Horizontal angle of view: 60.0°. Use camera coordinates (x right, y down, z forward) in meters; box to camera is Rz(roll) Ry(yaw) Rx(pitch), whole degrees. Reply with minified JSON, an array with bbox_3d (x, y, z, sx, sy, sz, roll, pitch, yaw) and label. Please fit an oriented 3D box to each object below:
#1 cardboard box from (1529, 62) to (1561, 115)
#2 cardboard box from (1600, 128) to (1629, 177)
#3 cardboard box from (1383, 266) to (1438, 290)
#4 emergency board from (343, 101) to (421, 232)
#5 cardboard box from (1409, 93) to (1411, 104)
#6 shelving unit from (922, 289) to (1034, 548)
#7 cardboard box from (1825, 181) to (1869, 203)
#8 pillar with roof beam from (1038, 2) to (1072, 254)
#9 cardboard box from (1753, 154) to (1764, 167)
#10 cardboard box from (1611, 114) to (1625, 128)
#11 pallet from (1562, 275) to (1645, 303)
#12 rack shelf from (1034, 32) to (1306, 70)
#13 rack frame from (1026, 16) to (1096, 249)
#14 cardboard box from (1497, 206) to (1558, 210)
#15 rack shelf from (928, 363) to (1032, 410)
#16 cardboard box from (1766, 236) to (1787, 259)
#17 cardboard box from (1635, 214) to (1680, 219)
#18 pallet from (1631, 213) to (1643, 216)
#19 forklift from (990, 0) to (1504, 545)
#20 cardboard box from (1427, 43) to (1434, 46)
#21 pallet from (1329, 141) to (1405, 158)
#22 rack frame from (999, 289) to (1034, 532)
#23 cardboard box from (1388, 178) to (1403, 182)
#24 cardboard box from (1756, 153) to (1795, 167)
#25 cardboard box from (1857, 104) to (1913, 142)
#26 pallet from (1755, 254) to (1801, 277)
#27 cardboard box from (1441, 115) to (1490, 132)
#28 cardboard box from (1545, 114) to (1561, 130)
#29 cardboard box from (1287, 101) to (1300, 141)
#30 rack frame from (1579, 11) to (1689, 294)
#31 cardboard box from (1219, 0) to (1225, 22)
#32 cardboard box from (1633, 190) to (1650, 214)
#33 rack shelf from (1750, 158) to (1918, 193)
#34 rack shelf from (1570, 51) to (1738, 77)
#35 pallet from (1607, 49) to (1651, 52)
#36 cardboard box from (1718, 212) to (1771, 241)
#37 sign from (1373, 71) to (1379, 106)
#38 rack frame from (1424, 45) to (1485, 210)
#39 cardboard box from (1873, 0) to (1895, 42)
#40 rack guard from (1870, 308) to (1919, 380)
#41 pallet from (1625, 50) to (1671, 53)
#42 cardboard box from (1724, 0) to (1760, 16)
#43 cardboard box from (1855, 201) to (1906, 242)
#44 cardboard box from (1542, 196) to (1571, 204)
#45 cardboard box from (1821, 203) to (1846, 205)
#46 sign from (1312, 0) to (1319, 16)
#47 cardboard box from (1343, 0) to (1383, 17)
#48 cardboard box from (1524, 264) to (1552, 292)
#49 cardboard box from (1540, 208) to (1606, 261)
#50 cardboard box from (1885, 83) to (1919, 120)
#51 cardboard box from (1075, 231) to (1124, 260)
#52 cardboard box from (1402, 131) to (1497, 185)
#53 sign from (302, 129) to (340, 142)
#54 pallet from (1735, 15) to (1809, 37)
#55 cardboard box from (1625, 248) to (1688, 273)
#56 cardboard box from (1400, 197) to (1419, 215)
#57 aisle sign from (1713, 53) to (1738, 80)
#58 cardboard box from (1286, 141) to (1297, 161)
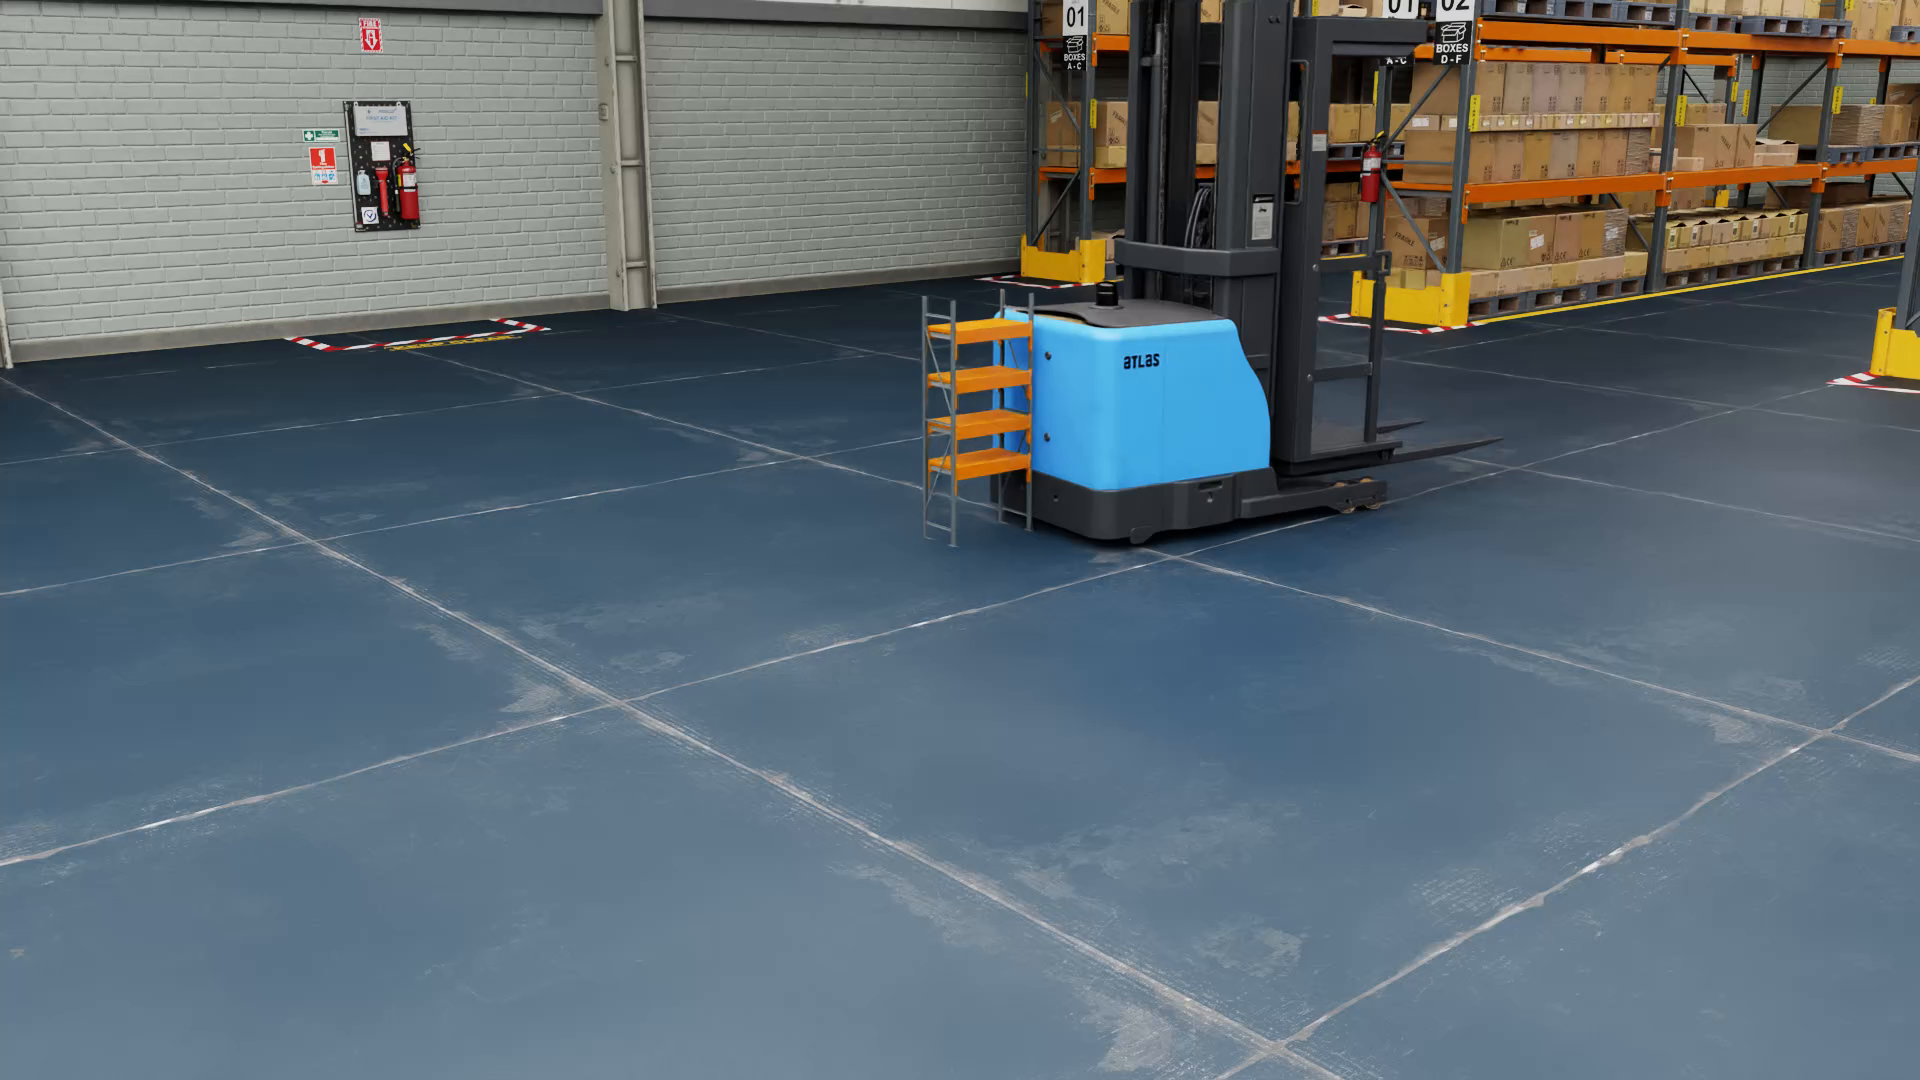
[{"bbox_3d":[5.601,-4.561,16.804,0.500,0.500,0.700,-13,19,-39],"label":"cardboard box"},{"bbox_3d":[6.721,-4.183,17.905,0.500,0.500,0.700,-13,20,-40],"label":"cardboard box"},{"bbox_3d":[4.638,-2.647,16.863,0.500,0.250,0.500,-13,19,-39],"label":"cardboard box"},{"bbox_3d":[-5.282,-3.448,15.344,0.643,1.169,0.194,-13,19,-39],"label":"emergency board"},{"bbox_3d":[6.734,-6.396,24.079,0.380,0.149,0.250,12,19,38],"label":"cardboard box"},{"bbox_3d":[0.090,-0.604,8.187,0.503,1.200,0.258,-12,19,-37],"label":"shelving unit"},{"bbox_3d":[12.201,-4.821,23.023,0.500,0.250,0.500,-13,19,-39],"label":"cardboard box"},{"bbox_3d":[3.959,-6.935,16.777,0.400,9.000,9.100,-13,19,-39],"label":"pillar with roof beam"},{"bbox_3d":[9.537,-4.631,20.263,0.250,0.149,0.380,-11,18,-35],"label":"cardboard box"},{"bbox_3d":[6.799,-4.445,17.628,0.250,0.149,0.380,-13,20,-39],"label":"cardboard box"},{"bbox_3d":[6.818,-2.828,18.429,1.213,0.211,1.003,-13,19,-39],"label":"pallet"},{"bbox_3d":[2.682,-6.029,20.589,4.000,0.370,1.077,-13,19,-39],"label":"rack shelf"},{"bbox_3d":[1.173,-4.588,19.615,0.127,3.000,1.000,-13,19,-39],"label":"rack frame"},{"bbox_3d":[6.135,-3.352,18.047,0.500,0.500,0.500,-13,19,-39],"label":"cardboard box"},{"bbox_3d":[0.090,-0.755,8.146,0.480,0.148,0.258,-12,19,-37],"label":"rack shelf"},{"bbox_3d":[9.839,-3.630,20.540,0.500,0.250,0.500,-13,20,-40],"label":"cardboard box"},{"bbox_3d":[8.329,-3.745,19.887,0.500,0.311,0.500,-13,20,-40],"label":"cardboard box"},{"bbox_3d":[10.850,-5.387,28.010,1.213,0.211,1.003,-13,19,-39],"label":"pallet"},{"bbox_3d":[1.680,-1.657,8.775,3.031,2.935,1.130,-9,17,-31],"label":"forklift"},{"bbox_3d":[6.842,-7.185,23.657,0.500,0.311,0.500,-13,19,-39],"label":"cardboard box"},{"bbox_3d":[5.741,-5.507,23.428,1.213,0.211,1.003,-13,19,-39],"label":"pallet"},{"bbox_3d":[0.280,-0.644,8.335,0.015,1.200,0.240,-12,19,-37],"label":"rack frame"},{"bbox_3d":[6.228,-5.094,24.047,0.500,0.250,0.500,-12,19,-38],"label":"cardboard box"},{"bbox_3d":[9.965,-4.652,20.341,0.250,0.149,0.380,-13,19,-39],"label":"cardboard box"},{"bbox_3d":[12.976,-5.872,23.413,0.700,0.500,0.500,8,17,28],"label":"cardboard box"},{"bbox_3d":[9.816,-3.501,20.946,1.213,0.211,1.003,-13,19,-39],"label":"pallet"},{"bbox_3d":[4.865,-4.011,16.002,0.250,0.149,0.380,-13,20,-40],"label":"cardboard box"},{"bbox_3d":[5.835,-4.229,16.820,0.250,0.149,0.380,-13,20,-40],"label":"cardboard box"},{"bbox_3d":[4.037,-5.425,21.546,0.500,0.500,0.500,-13,20,-39],"label":"cardboard box"},{"bbox_3d":[7.445,-4.302,18.543,0.127,3.000,1.000,-13,19,-39],"label":"rack frame"},{"bbox_3d":[3.189,-6.455,20.558,0.500,0.500,0.500,-14,20,-41],"label":"cardboard box"},{"bbox_3d":[11.238,-5.807,28.209,0.500,0.500,0.700,-13,20,-40],"label":"cardboard box"},{"bbox_3d":[11.971,-4.971,22.441,4.000,0.370,1.077,-13,19,-39],"label":"rack shelf"},{"bbox_3d":[11.734,-8.062,28.199,4.000,0.370,1.077,-13,19,-39],"label":"rack shelf"},{"bbox_3d":[10.850,-8.164,27.361,1.213,0.211,1.003,-13,19,-39],"label":"pallet"},{"bbox_3d":[9.459,-3.814,20.144,0.500,0.311,0.500,-13,20,-40],"label":"cardboard box"},{"bbox_3d":[4.082,-4.406,16.231,0.005,0.325,0.100,-13,19,-39],"label":"sign"},{"bbox_3d":[7.208,-5.943,24.688,0.127,3.000,1.000,-13,19,-39],"label":"rack frame"},{"bbox_3d":[11.547,-6.732,21.635,0.500,0.500,0.910,-13,19,-39],"label":"cardboard box"},{"bbox_3d":[7.703,-1.474,12.799,0.348,0.500,1.175,-13,19,-39],"label":"rack guard"},{"bbox_3d":[11.769,-8.370,28.130,1.213,0.211,1.003,-13,19,-39],"label":"pallet"},{"bbox_3d":[8.928,-6.194,19.289,0.500,0.250,0.500,14,20,42],"label":"cardboard box"},{"bbox_3d":[12.539,-4.356,22.736,0.500,0.500,0.500,-12,19,-39],"label":"cardboard box"},{"bbox_3d":[9.152,-5.499,26.375,0.750,0.750,0.750,-12,19,-38],"label":"cardboard box"},{"bbox_3d":[11.796,-4.366,22.776,0.500,0.500,0.500,-14,20,-41],"label":"cardboard box"},{"bbox_3d":[4.552,-6.860,21.307,0.005,0.325,0.100,-13,19,-39],"label":"sign"},{"bbox_3d":[5.586,-7.252,22.768,0.500,0.500,0.500,-14,20,-41],"label":"cardboard box"},{"bbox_3d":[5.730,-2.717,17.122,0.500,0.250,0.500,-13,19,-39],"label":"cardboard box"},{"bbox_3d":[6.479,-3.250,17.665,0.500,0.500,0.500,-13,19,-39],"label":"cardboard box"},{"bbox_3d":[13.692,-6.325,23.984,0.500,0.500,0.500,-13,19,-39],"label":"cardboard box"},{"bbox_3d":[1.754,-3.601,20.278,0.500,0.311,0.500,13,20,41],"label":"cardboard box"},{"bbox_3d":[4.788,-3.749,16.280,0.500,0.500,0.700,-13,19,-39],"label":"cardboard box"},{"bbox_3d":[-5.758,-3.646,14.992,0.331,0.109,0.001,-13,19,-39],"label":"sign"},{"bbox_3d":[9.168,-6.015,19.511,1.213,0.211,1.003,-12,19,-37],"label":"pallet"},{"bbox_3d":[7.912,-3.197,18.919,0.500,0.250,0.500,-13,20,-41],"label":"cardboard box"},{"bbox_3d":[6.234,-4.752,24.217,0.500,0.500,0.700,-13,20,-39],"label":"cardboard box"},{"bbox_3d":[13.494,-8.508,29.253,0.004,0.787,0.394,-13,19,-39],"label":"aisle sign"},{"bbox_3d":[4.032,-5.064,21.647,0.500,0.250,0.500,-13,19,-39],"label":"cardboard box"}]
